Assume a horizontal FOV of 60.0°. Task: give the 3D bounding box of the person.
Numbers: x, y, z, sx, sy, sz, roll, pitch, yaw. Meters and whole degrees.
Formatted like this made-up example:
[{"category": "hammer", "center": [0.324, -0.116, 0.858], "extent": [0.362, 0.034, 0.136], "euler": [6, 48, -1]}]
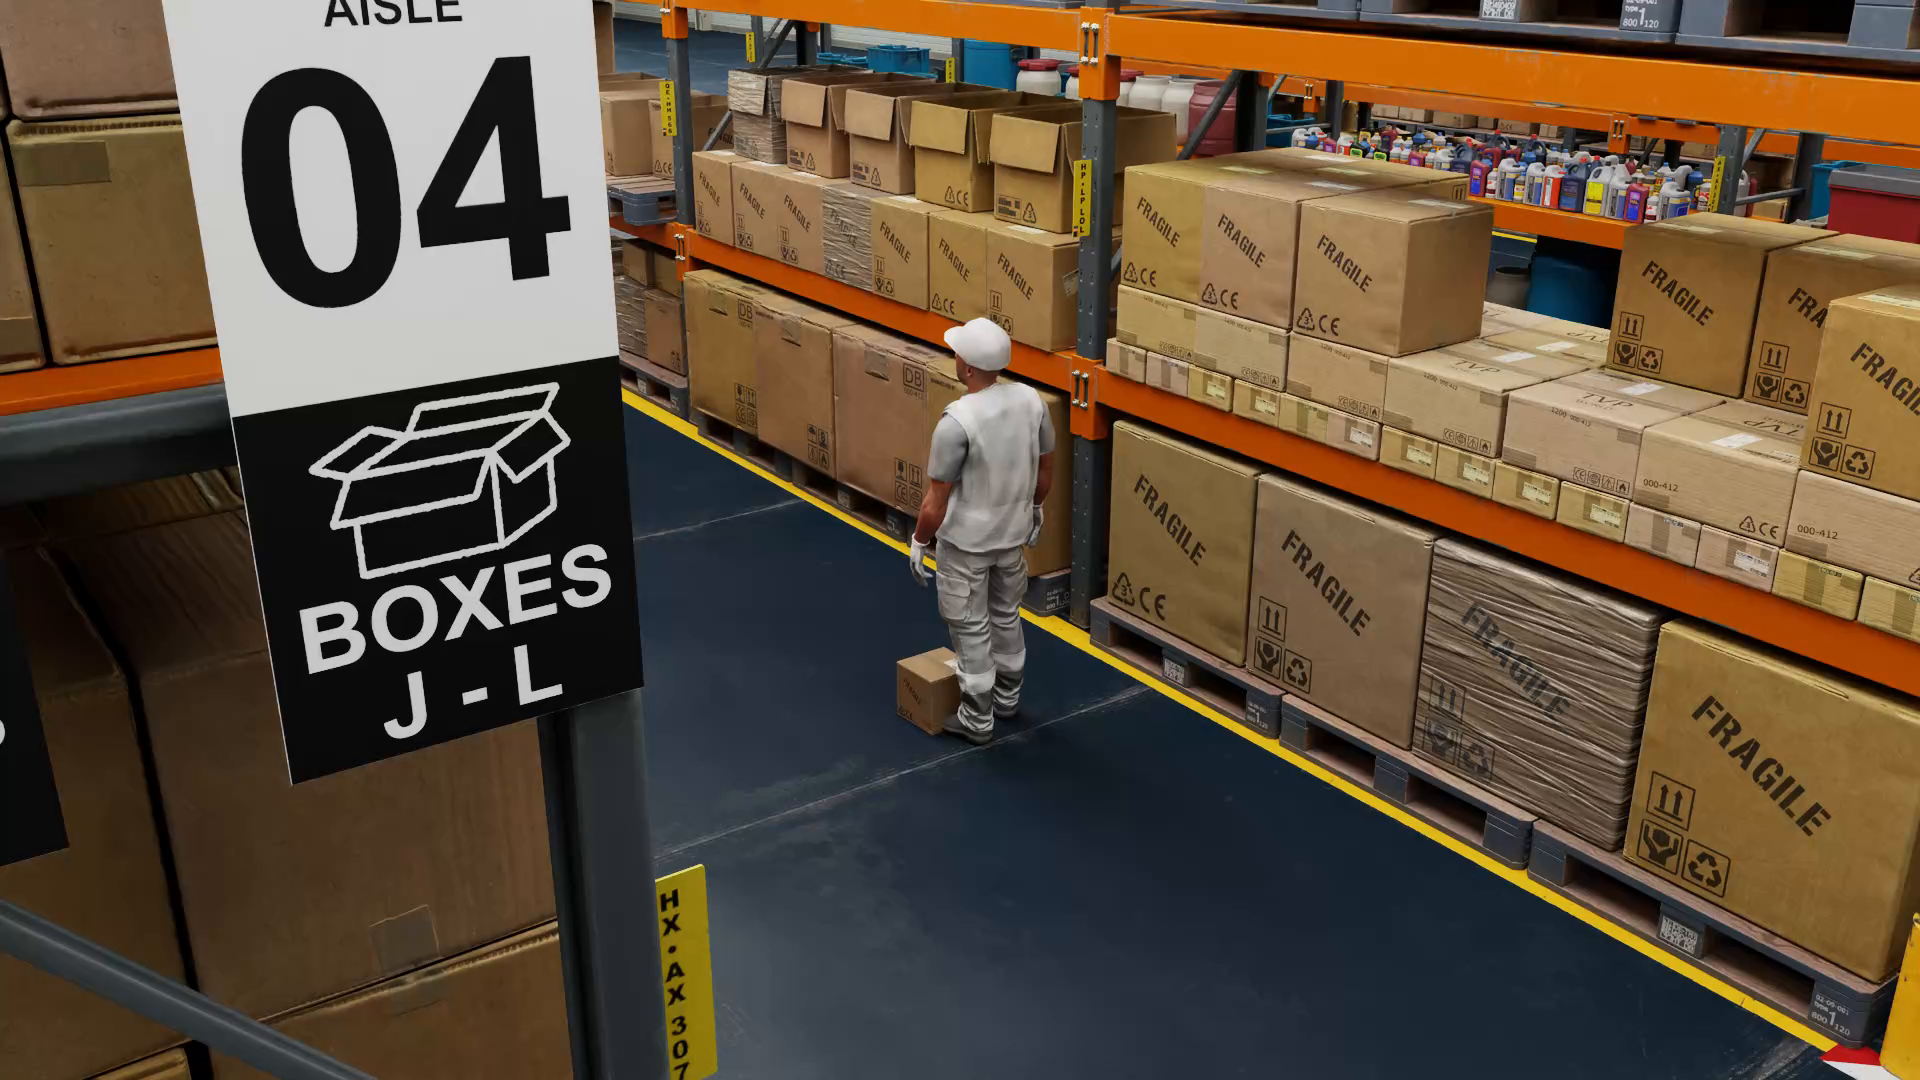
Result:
[{"category": "person", "center": [0.047, -0.039, 6.624], "extent": [0.638, 1.789, 0.563], "euler": [-14, 25, -33]}]
